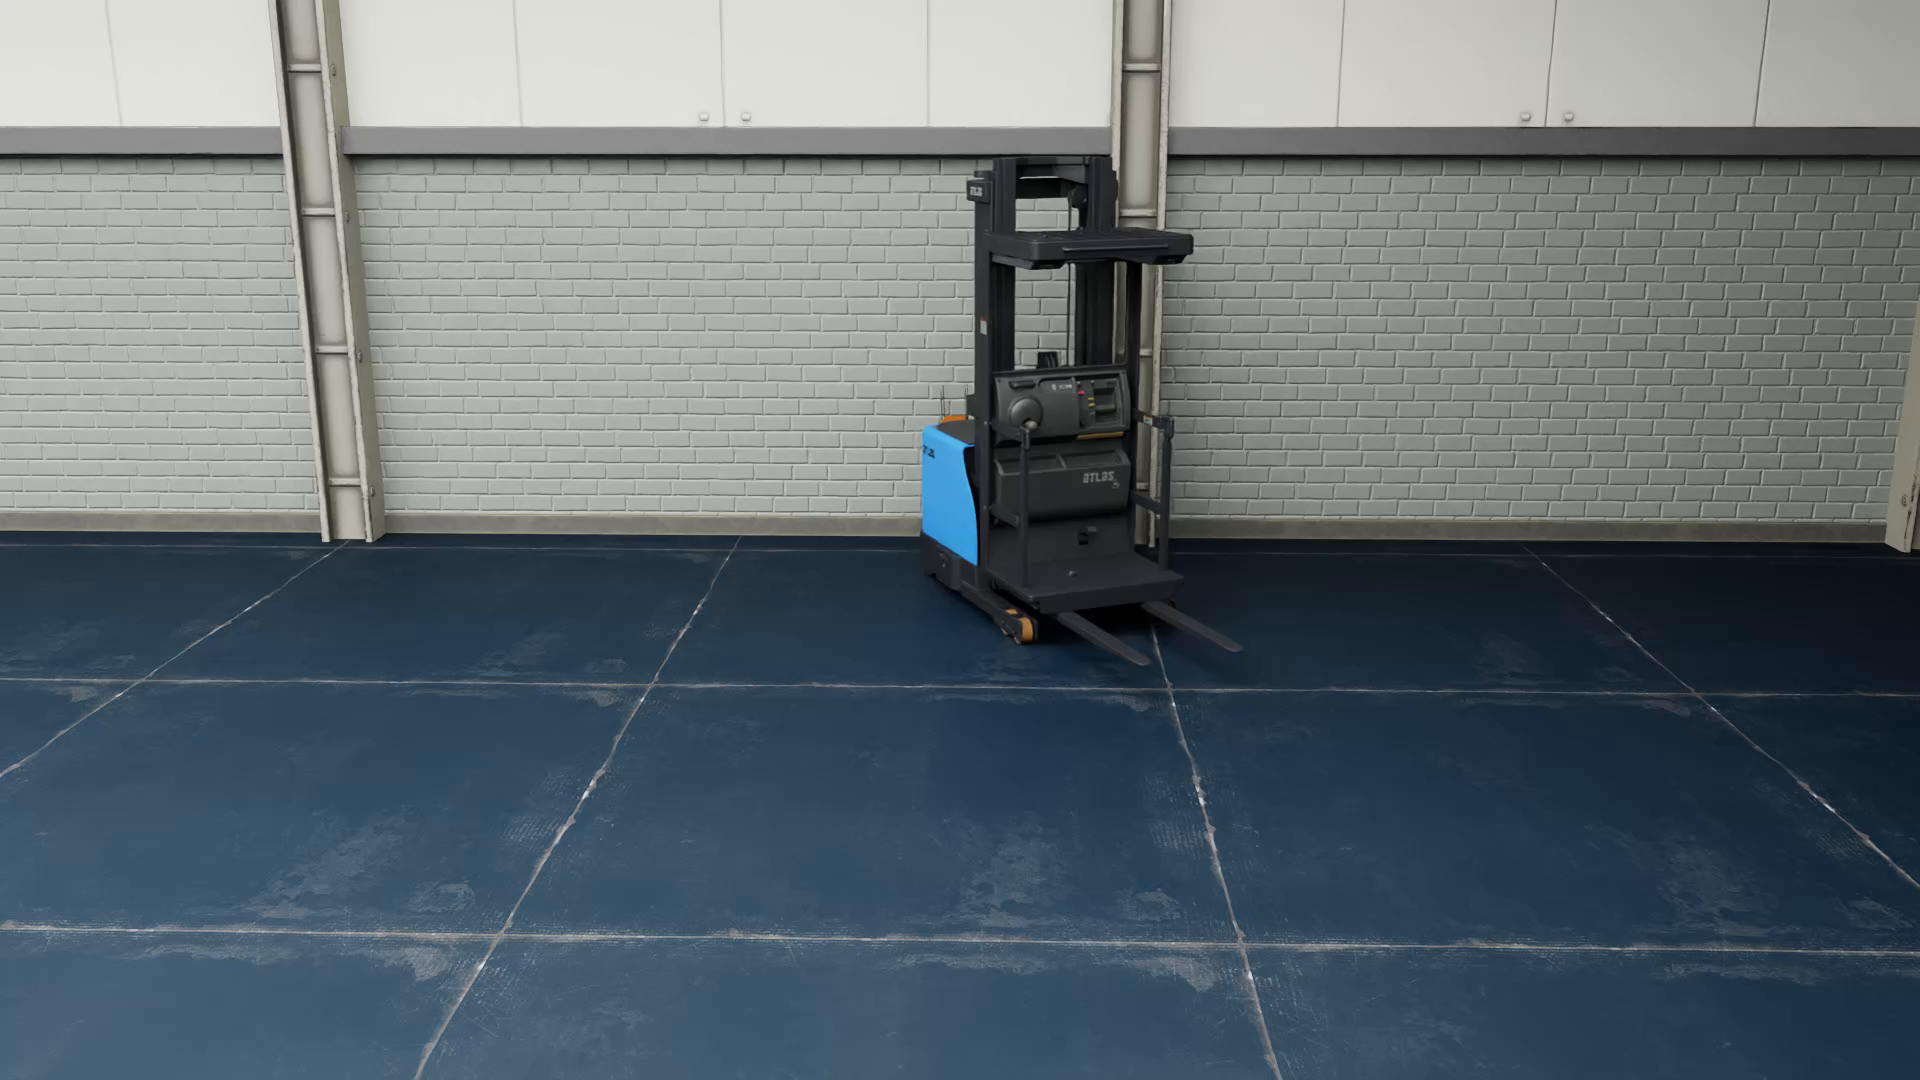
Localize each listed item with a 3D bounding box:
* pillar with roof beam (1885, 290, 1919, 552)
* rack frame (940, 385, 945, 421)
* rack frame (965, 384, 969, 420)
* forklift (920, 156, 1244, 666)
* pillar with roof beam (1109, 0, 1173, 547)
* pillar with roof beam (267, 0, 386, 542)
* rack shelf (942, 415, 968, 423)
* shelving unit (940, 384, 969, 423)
[{"bbox_3d":[7.180,-3.200,7.330,0.400,9.000,9.100,0,15,1],"label":"pillar with roof beam"},{"bbox_3d":[-0.109,-0.567,12.637,0.006,1.200,0.240,-1,15,4],"label":"rack frame"},{"bbox_3d":[0.073,-0.571,12.623,0.006,1.200,0.240,-1,15,4],"label":"rack frame"},{"bbox_3d":[0.747,-0.891,10.470,1.130,2.935,3.031,-6,16,-22],"label":"forklift"},{"bbox_3d":[1.182,-3.239,7.479,0.400,9.000,9.100,0,15,1],"label":"pillar with roof beam"},{"bbox_3d":[-4.816,-3.279,7.627,0.400,9.000,9.100,0,15,1],"label":"pillar with roof beam"},{"bbox_3d":[-0.032,-0.874,12.550,0.180,0.103,0.258,-1,15,4],"label":"rack shelf"},{"bbox_3d":[-0.018,-0.569,12.630,0.189,1.200,0.258,-1,15,4],"label":"shelving unit"}]
